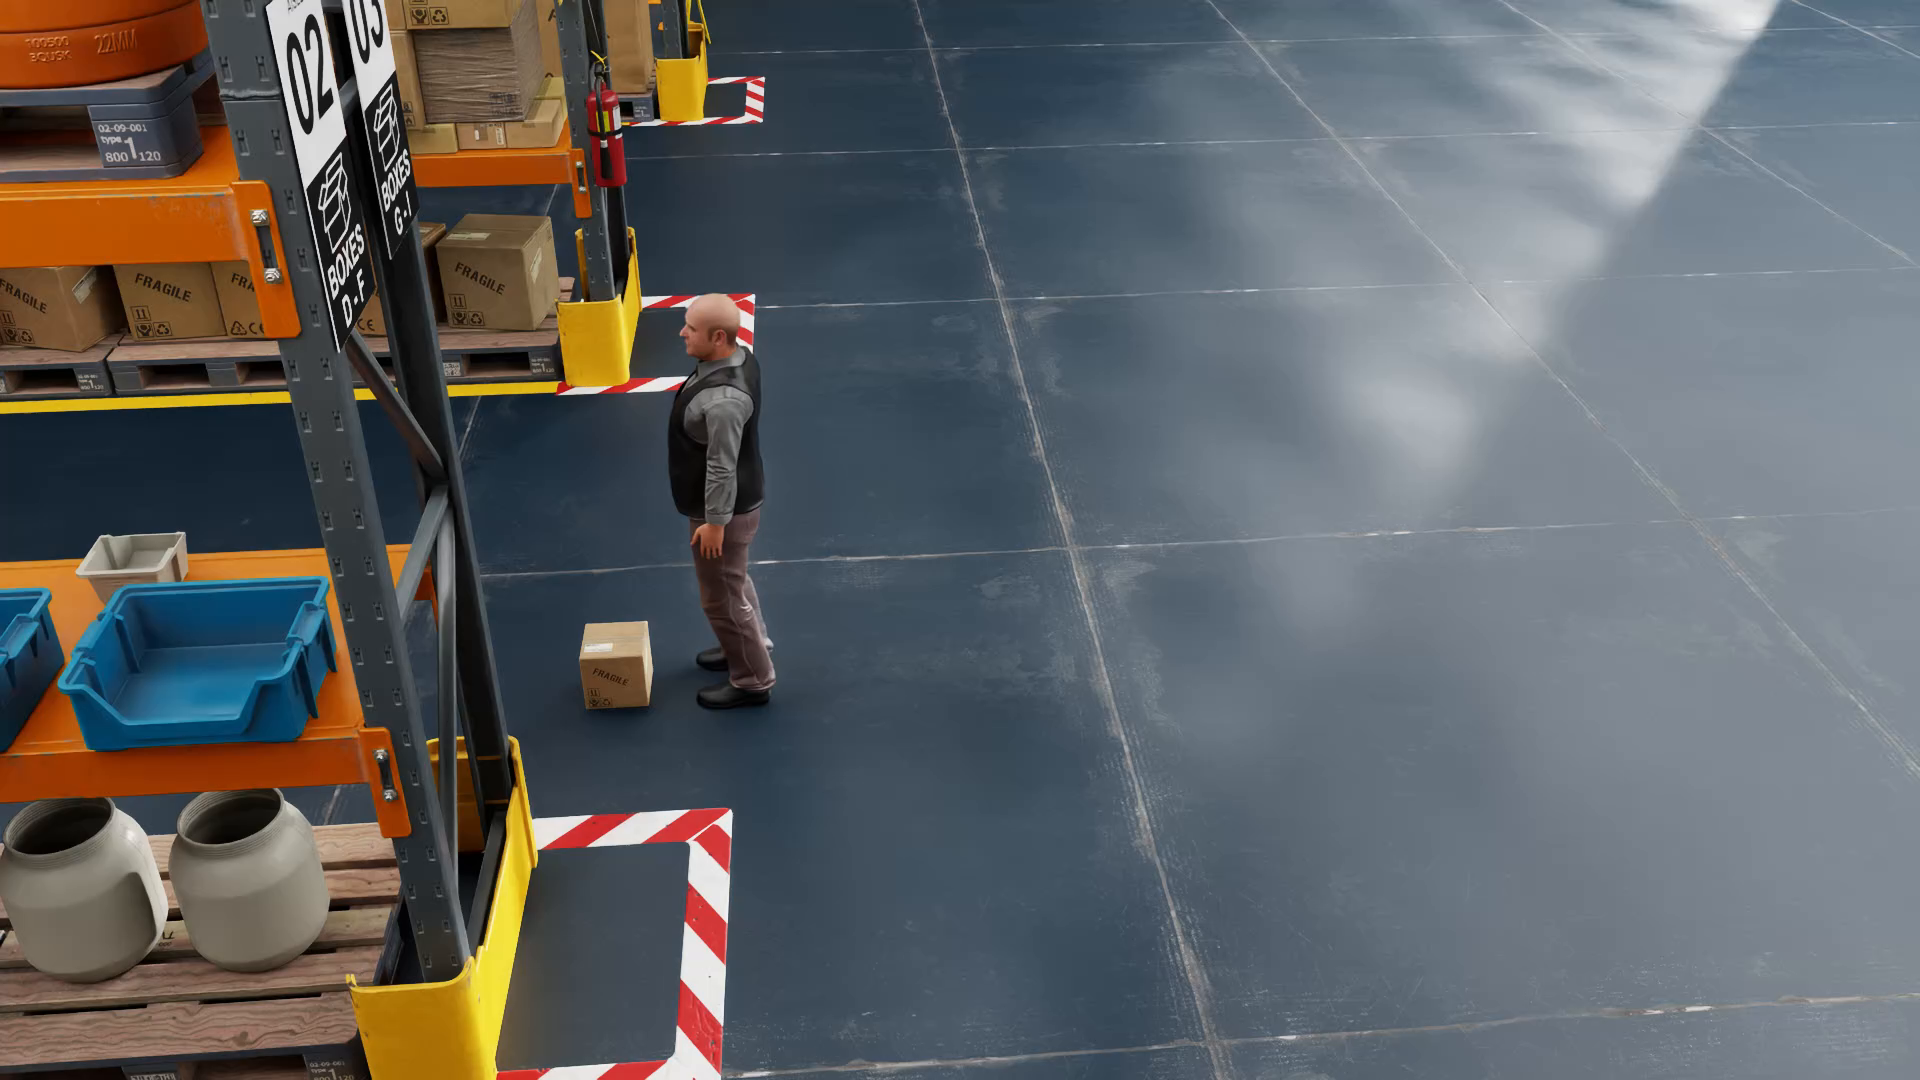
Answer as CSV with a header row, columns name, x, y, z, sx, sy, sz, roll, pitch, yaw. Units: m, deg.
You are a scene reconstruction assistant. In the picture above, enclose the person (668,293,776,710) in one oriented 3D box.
name,x,y,z,sx,sy,sz,roll,pitch,yaw
person,-0.920,-0.139,6.397,0.359,1.716,0.530,-2,31,-3
